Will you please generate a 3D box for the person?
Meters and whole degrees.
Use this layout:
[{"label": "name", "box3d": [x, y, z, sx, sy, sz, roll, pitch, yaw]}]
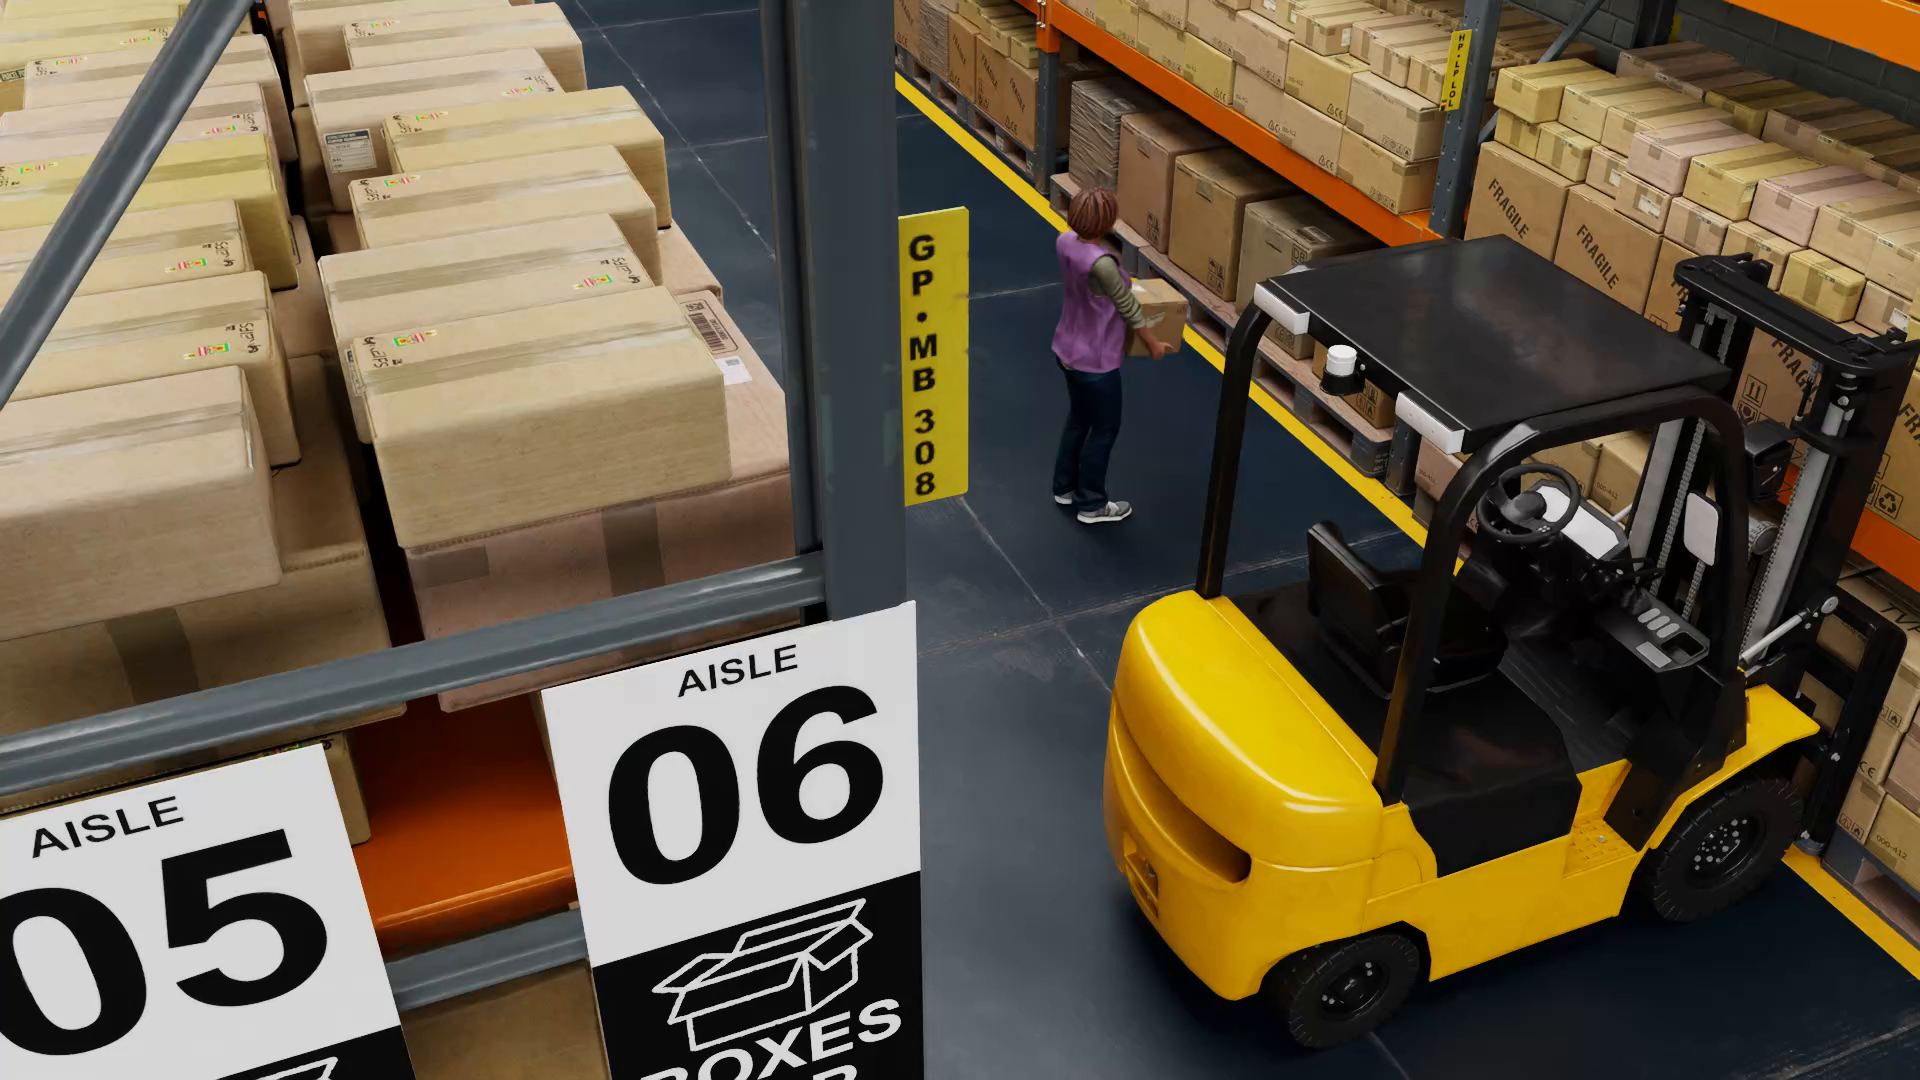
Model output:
[{"label": "person", "box3d": [0.654, -0.821, 7.375, 0.499, 1.599, 0.375, -13, 36, -19]}]
